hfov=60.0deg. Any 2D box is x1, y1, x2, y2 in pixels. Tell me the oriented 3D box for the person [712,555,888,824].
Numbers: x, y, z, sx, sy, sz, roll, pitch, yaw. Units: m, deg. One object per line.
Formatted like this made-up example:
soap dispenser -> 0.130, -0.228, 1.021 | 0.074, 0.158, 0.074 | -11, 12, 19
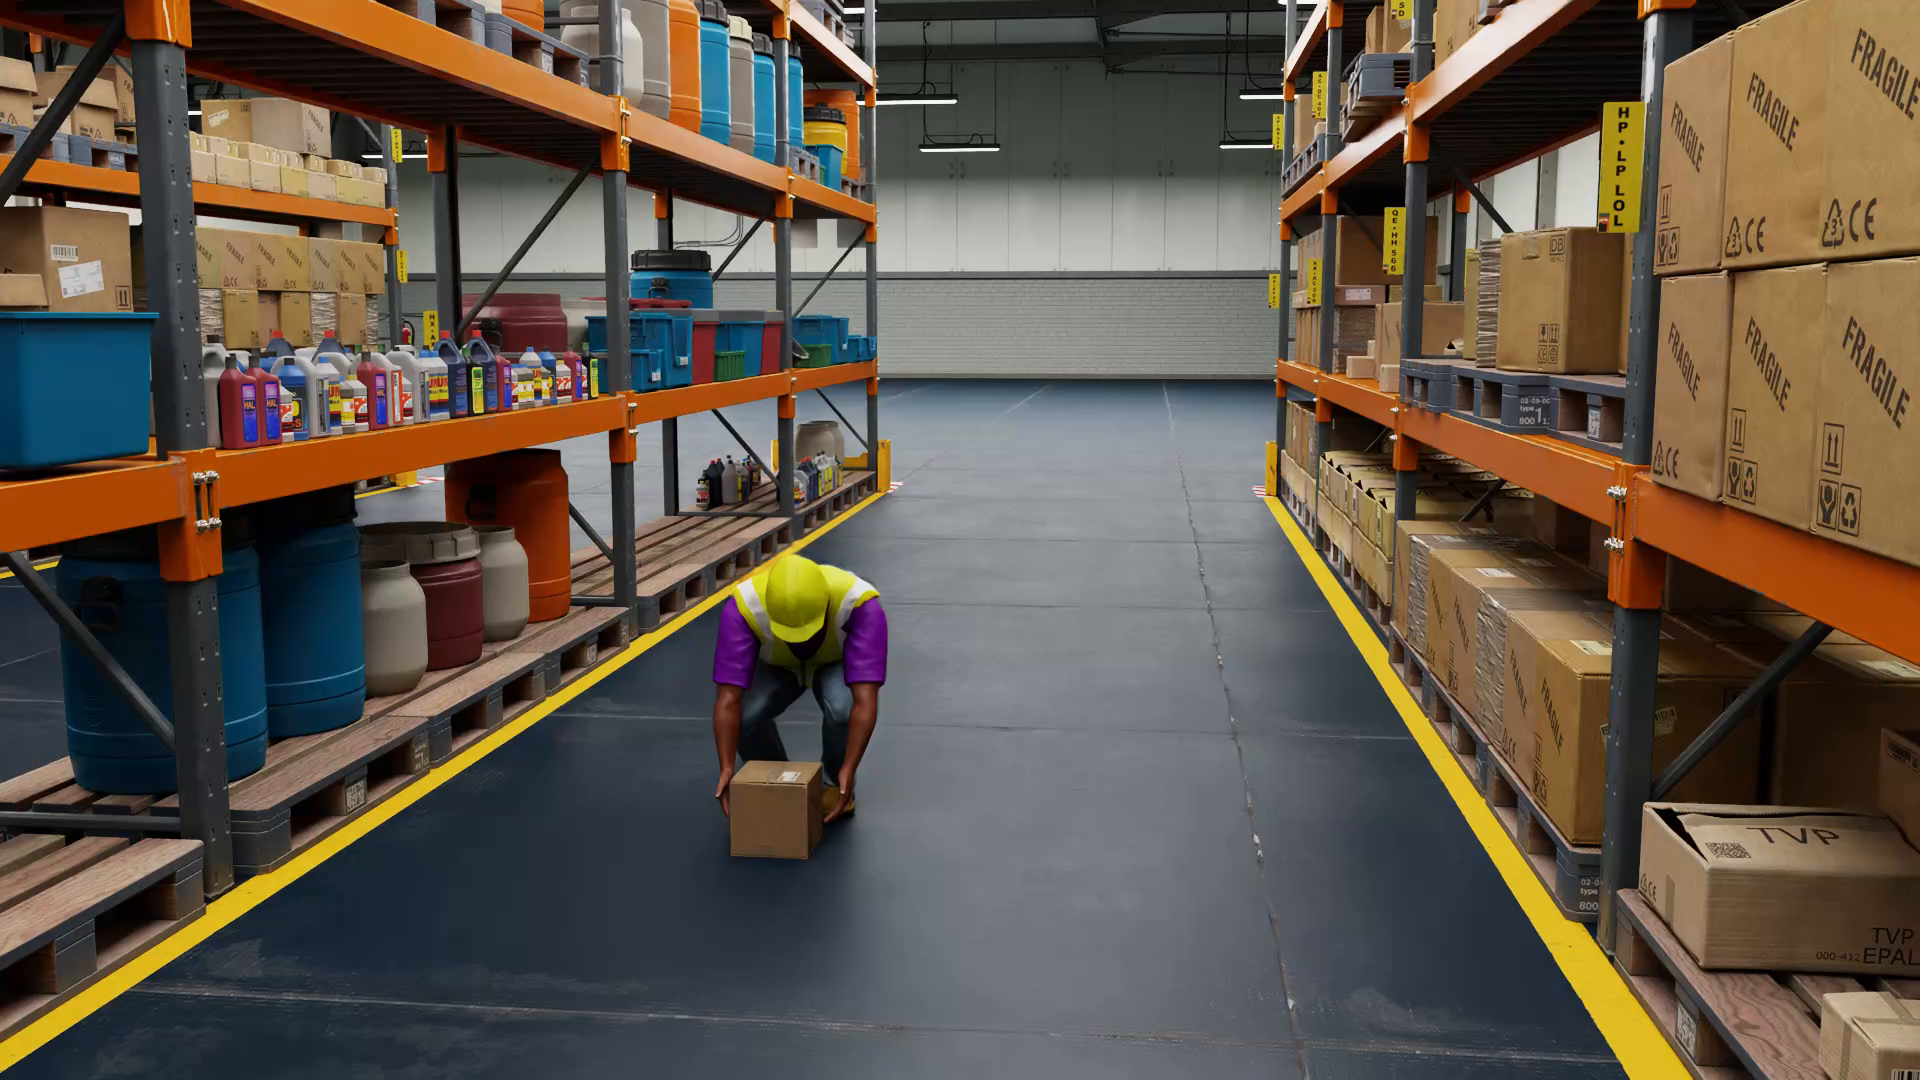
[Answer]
person -> -0.516, 0.479, 5.688 | 0.575, 0.957, 0.900 | 1, 8, 6
